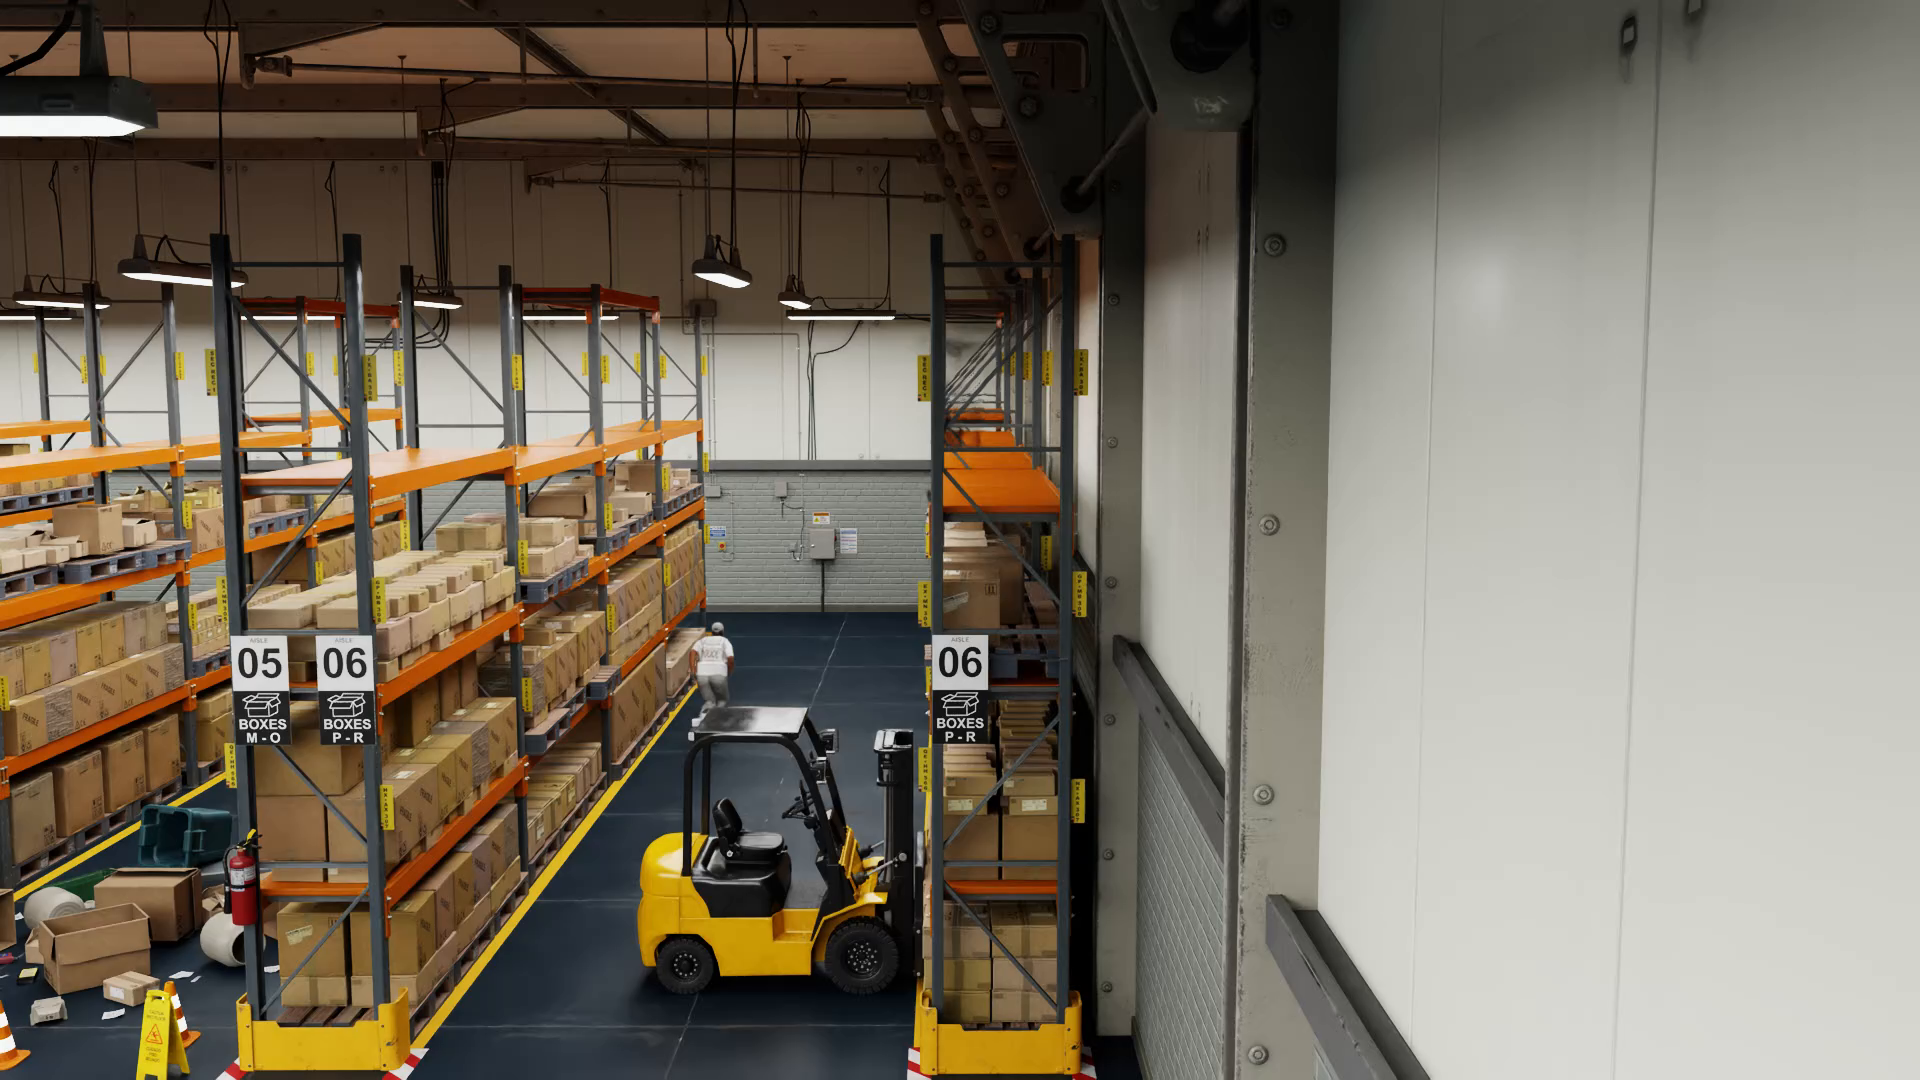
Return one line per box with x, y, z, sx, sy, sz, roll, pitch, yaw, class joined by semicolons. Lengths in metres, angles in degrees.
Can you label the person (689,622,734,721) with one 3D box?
-3.416;1.919;22.815;0.624;1.519;0.895;1;6;8;person
